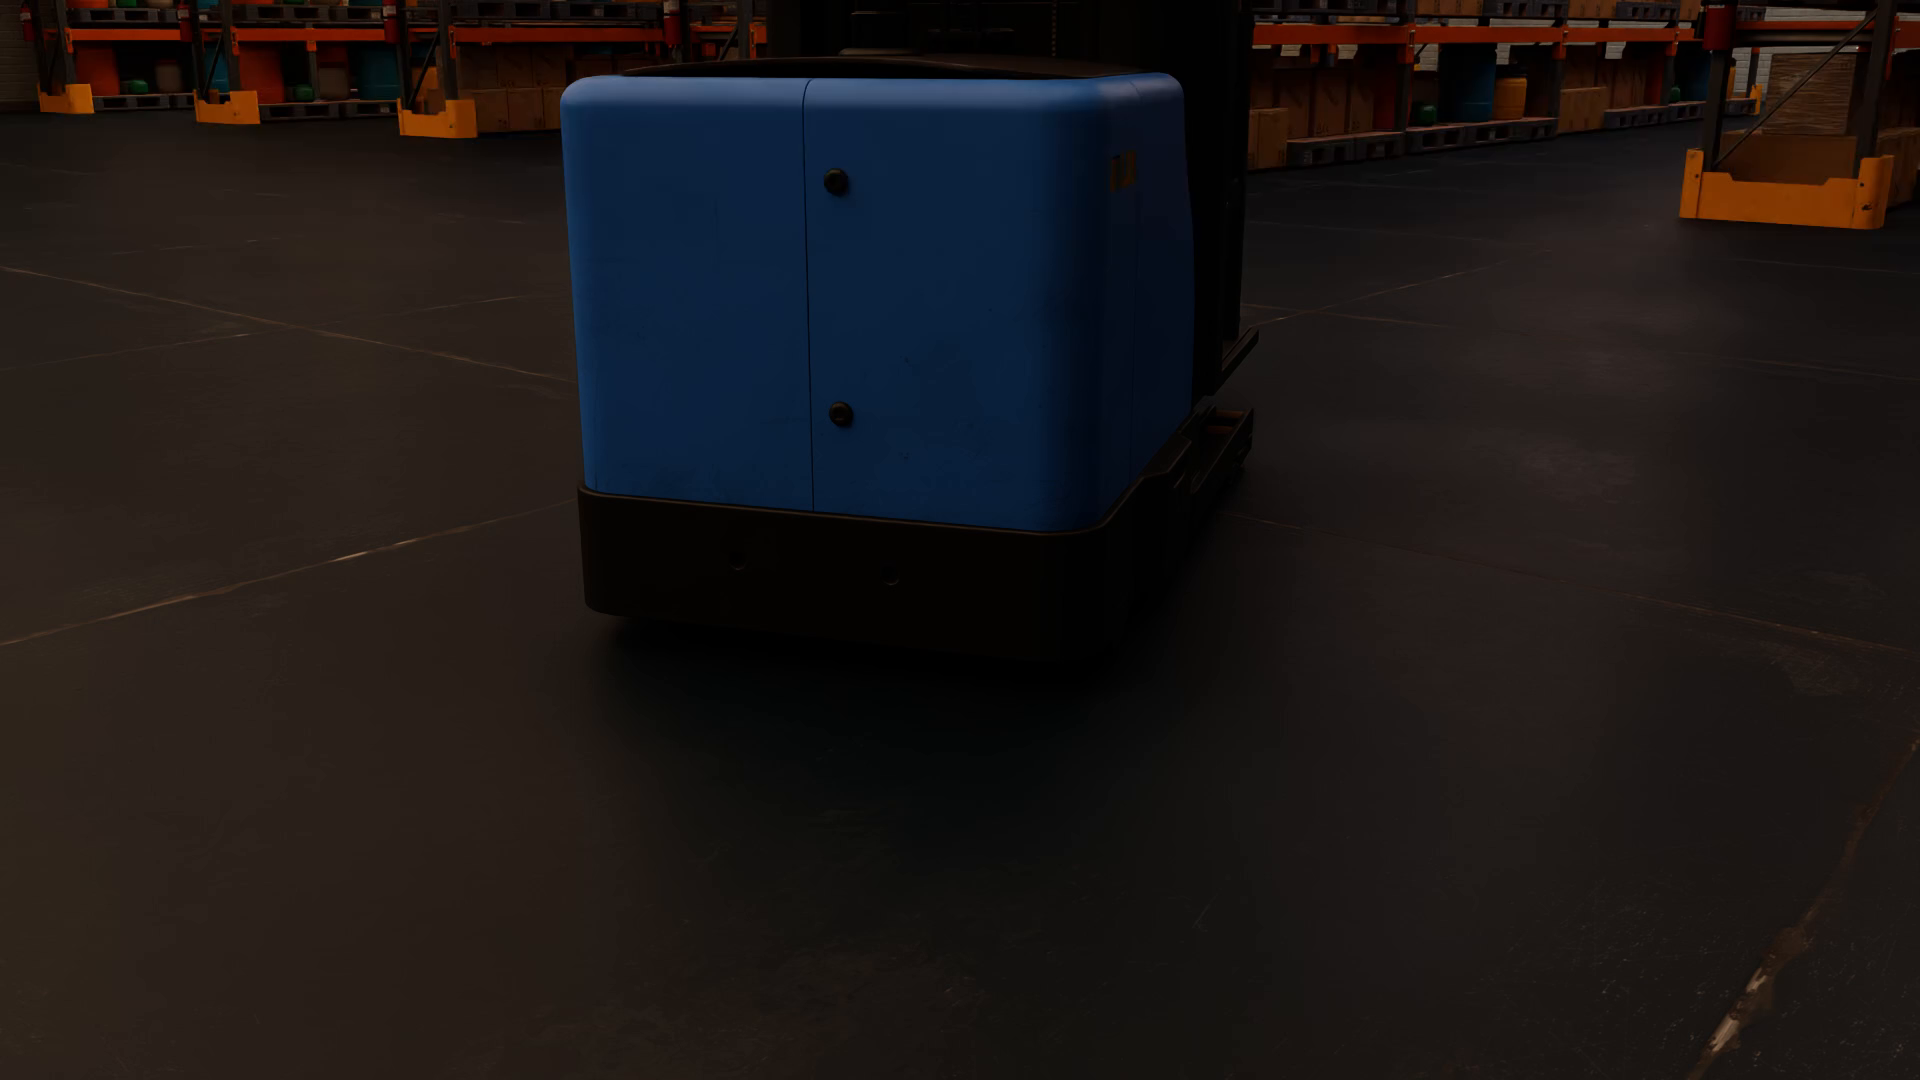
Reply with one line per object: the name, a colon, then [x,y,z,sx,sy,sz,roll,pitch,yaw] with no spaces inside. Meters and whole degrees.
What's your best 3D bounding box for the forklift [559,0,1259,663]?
forklift: [0.182,-1.571,4.072,1.130,2.935,3.031,5,18,17]
